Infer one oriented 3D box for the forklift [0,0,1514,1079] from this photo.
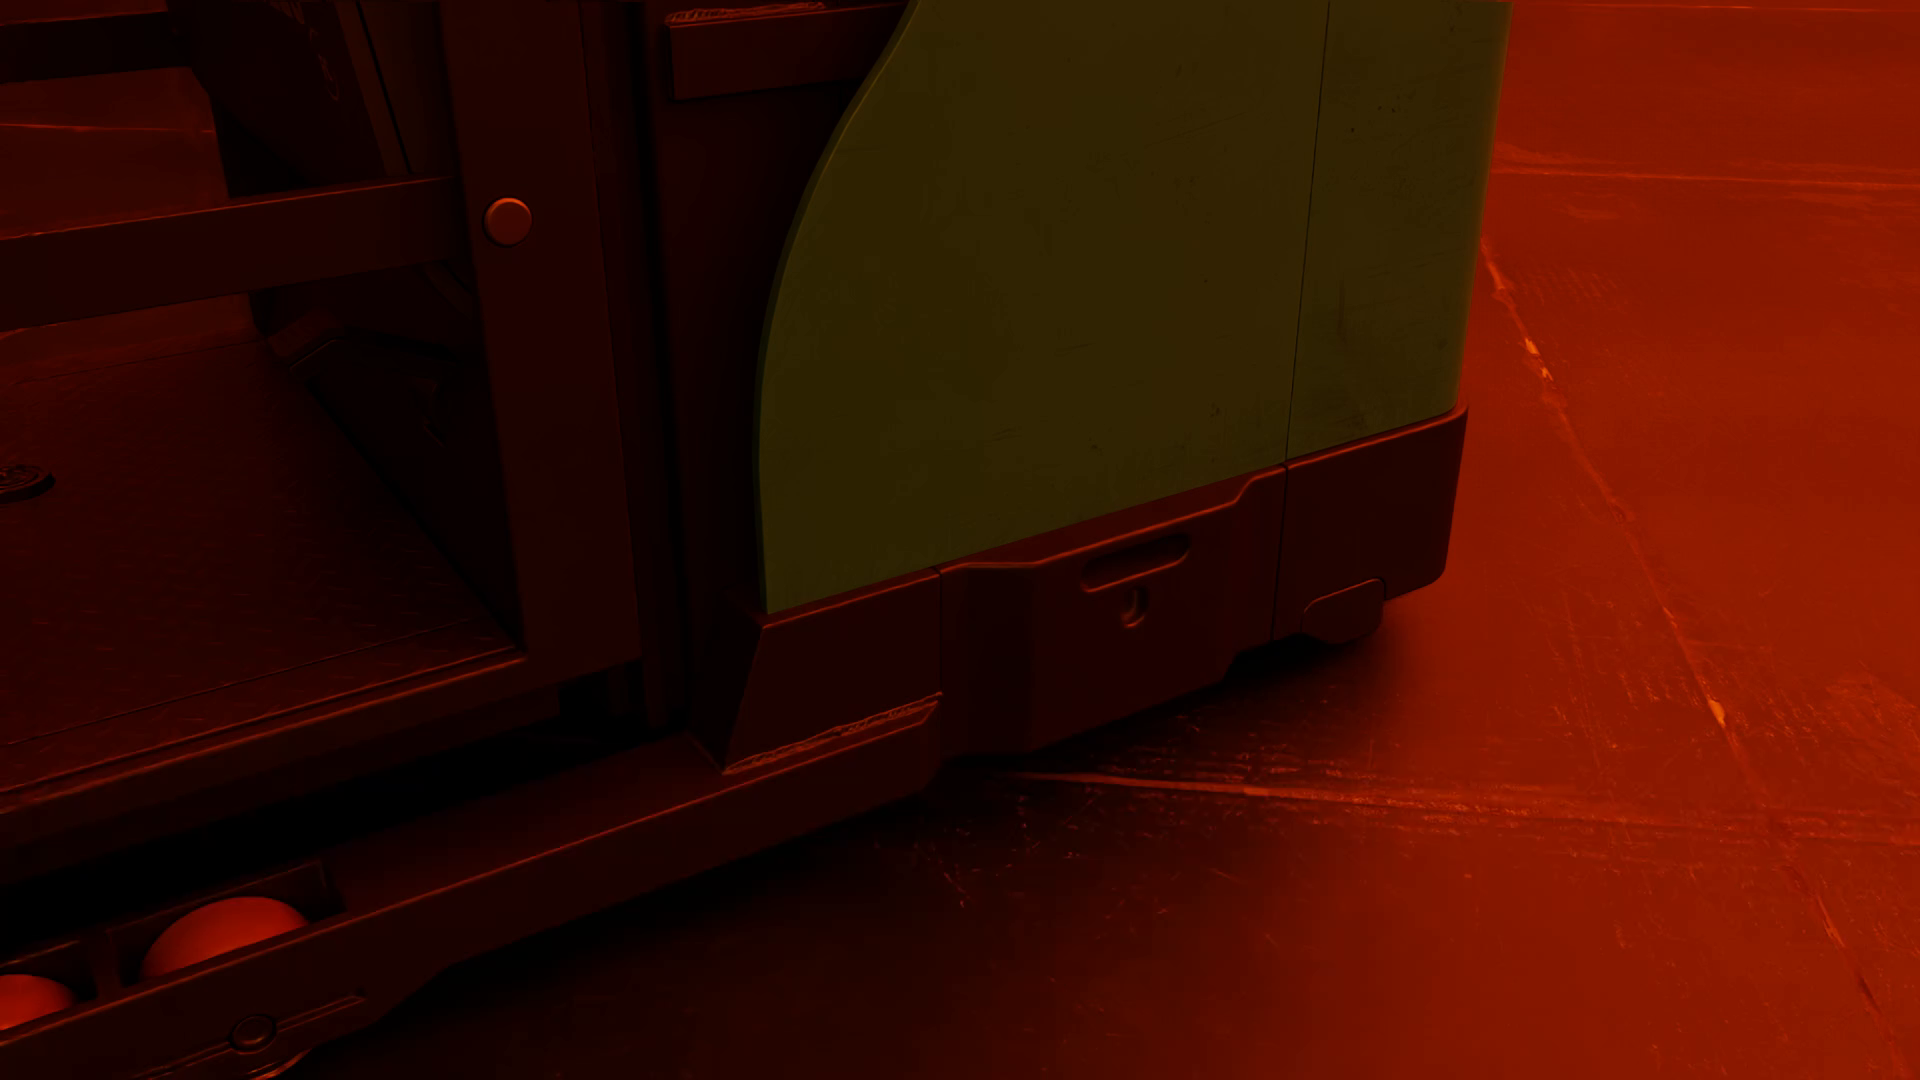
[{"bbox_3d":[-0.850,-1.039,1.299,3.031,2.935,1.130,-16,31,-29],"label":"forklift"}]
